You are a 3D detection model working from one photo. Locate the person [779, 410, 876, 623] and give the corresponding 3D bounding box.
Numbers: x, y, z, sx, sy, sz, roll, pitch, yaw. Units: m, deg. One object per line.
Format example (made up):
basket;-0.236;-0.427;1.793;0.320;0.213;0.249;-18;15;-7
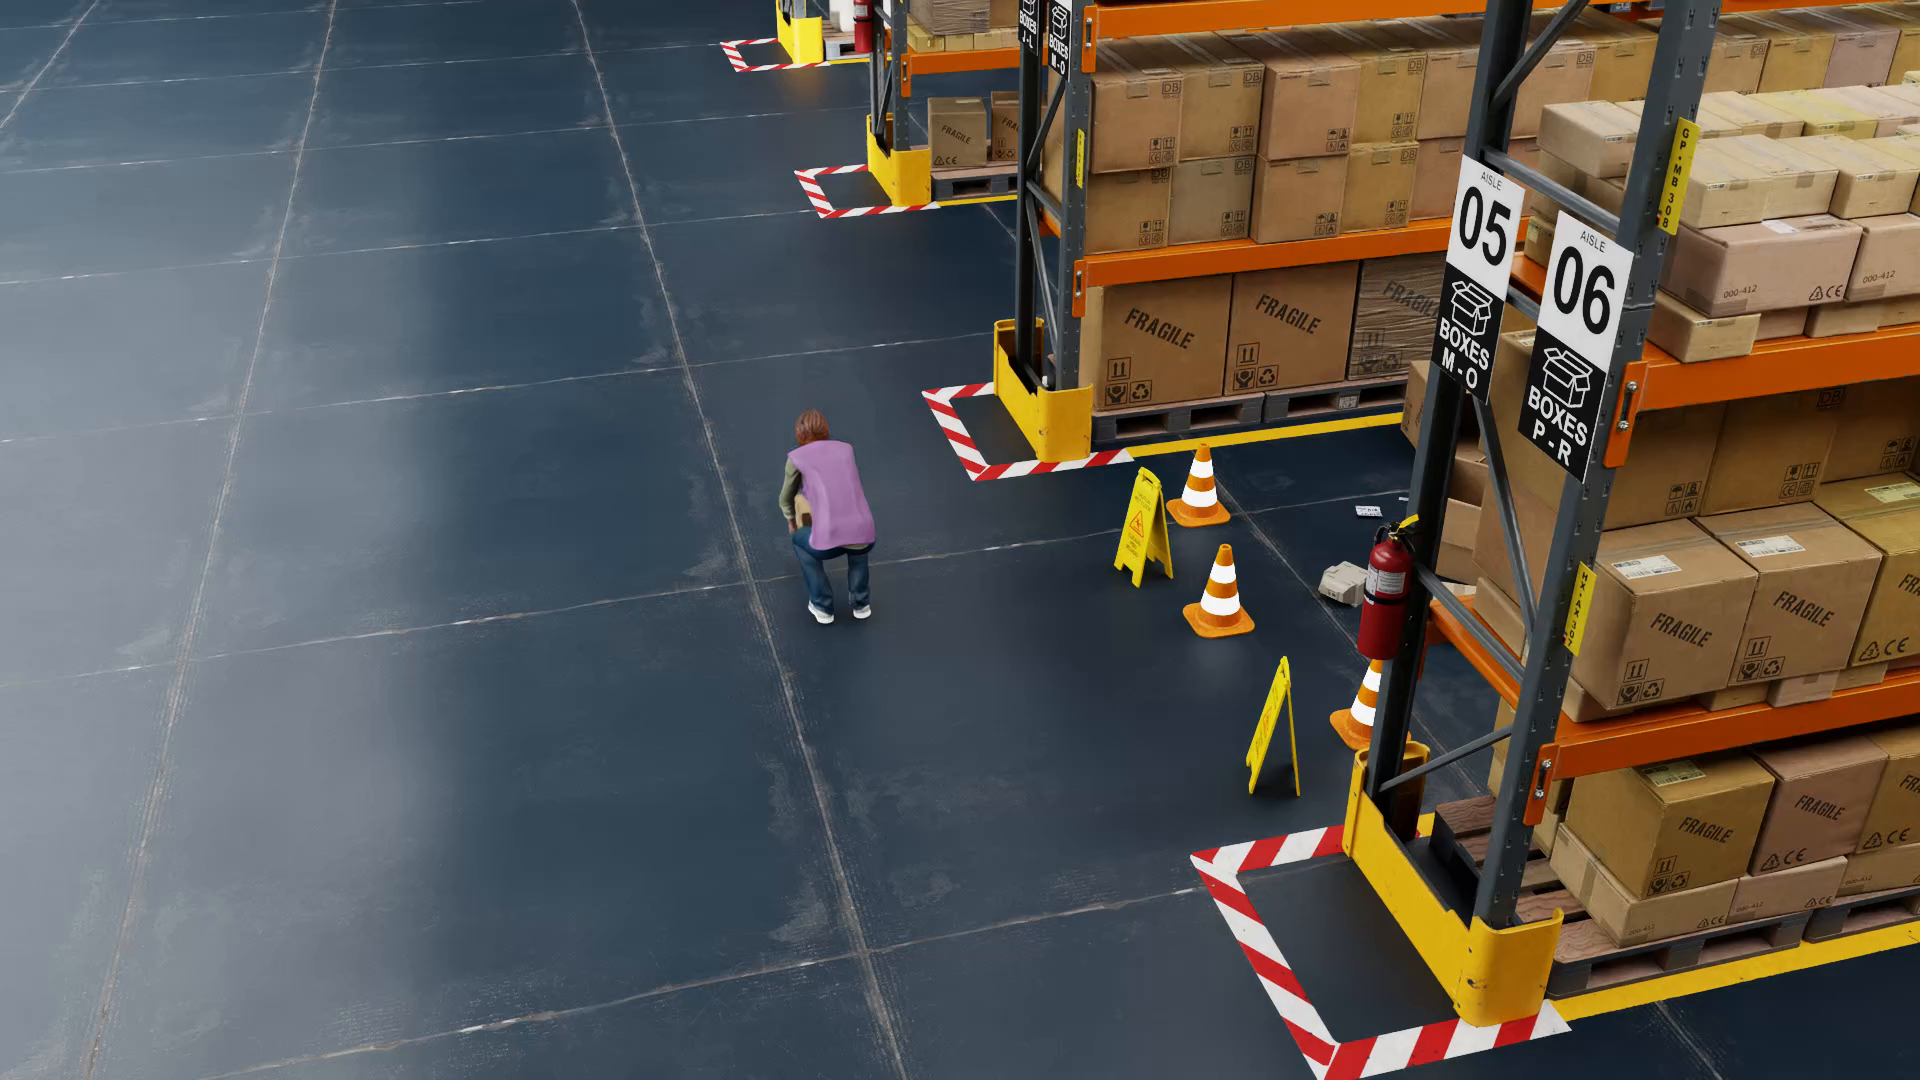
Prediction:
person;-0.707;-0.085;8.929;0.460;1.041;0.752;-8;32;-13
